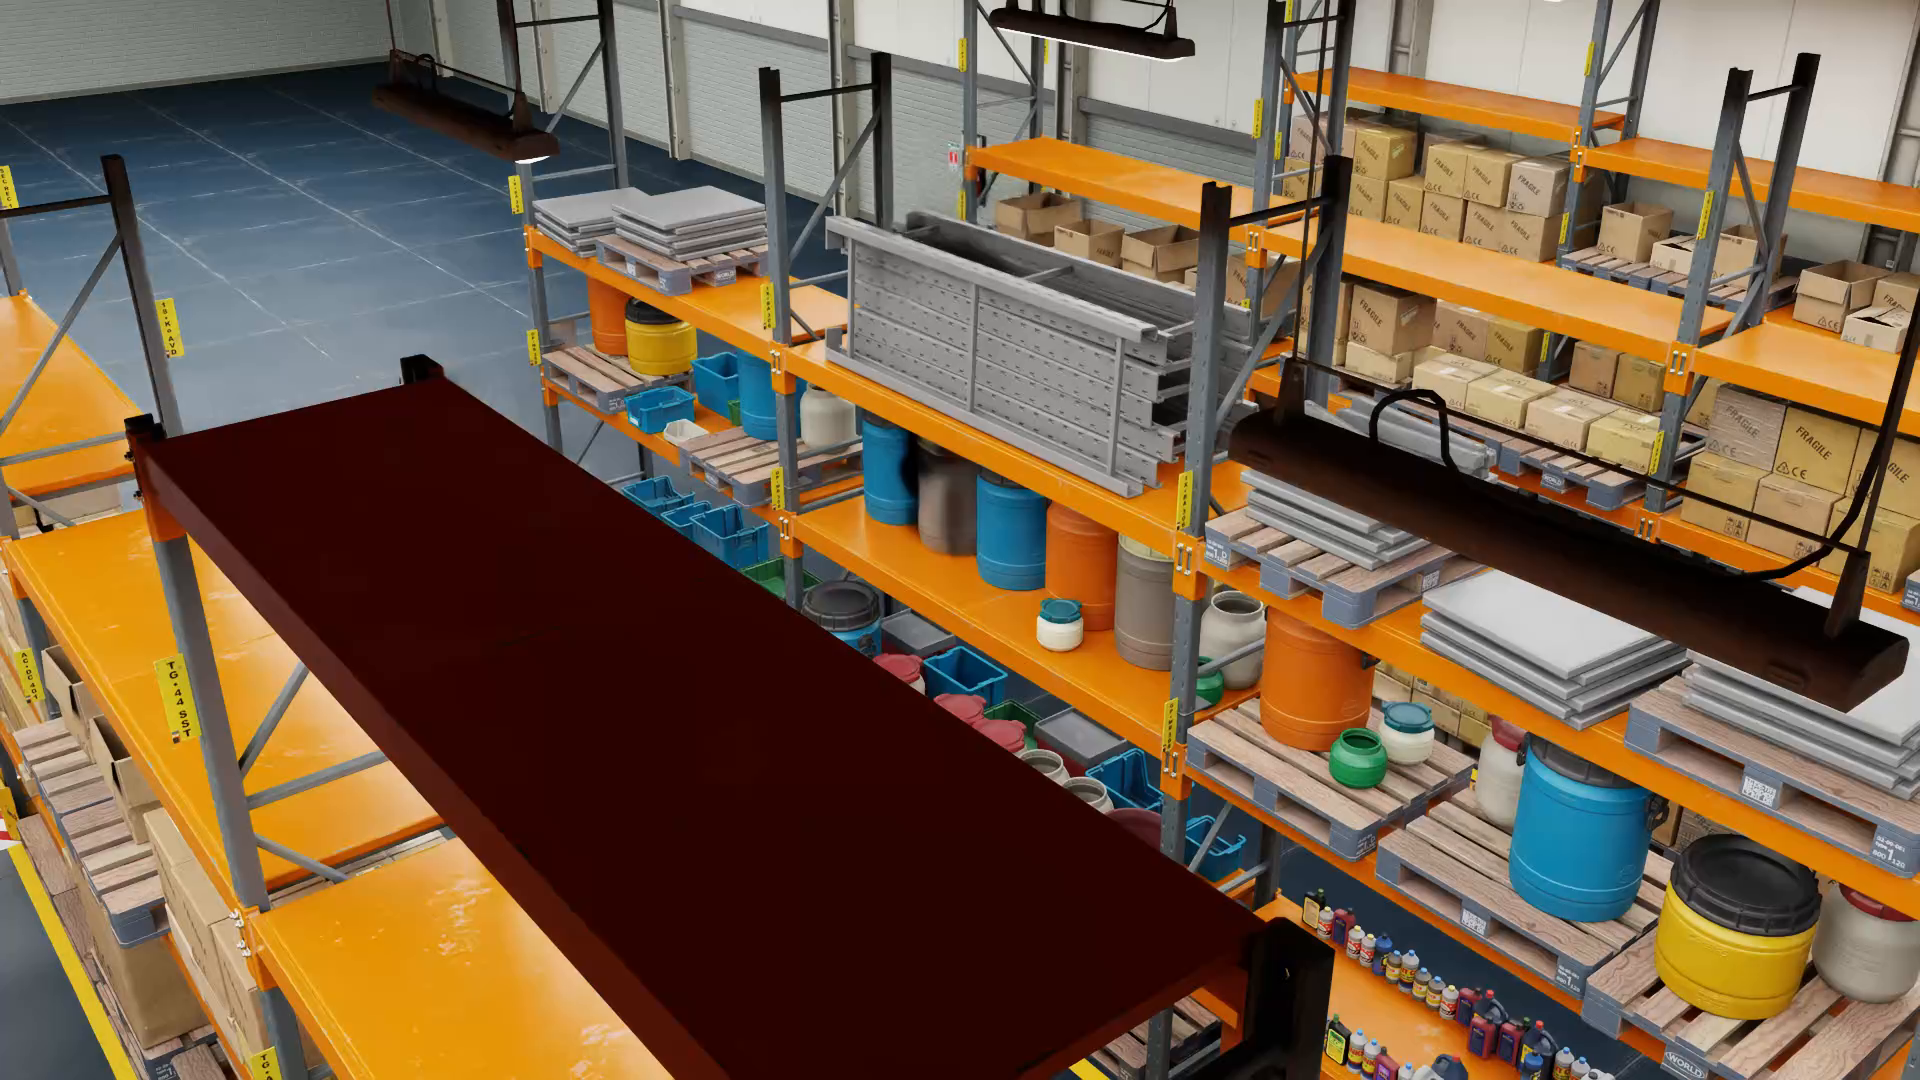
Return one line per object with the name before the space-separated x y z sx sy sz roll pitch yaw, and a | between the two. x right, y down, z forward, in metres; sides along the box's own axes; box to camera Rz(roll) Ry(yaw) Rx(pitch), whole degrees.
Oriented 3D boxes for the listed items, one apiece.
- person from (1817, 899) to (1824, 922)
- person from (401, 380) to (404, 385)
person | 5.112 2.927 10.326 0.691 1.697 0.564 22 33 37
person | -6.070 -1.130 18.641 0.930 1.649 0.580 -7 27 -14
